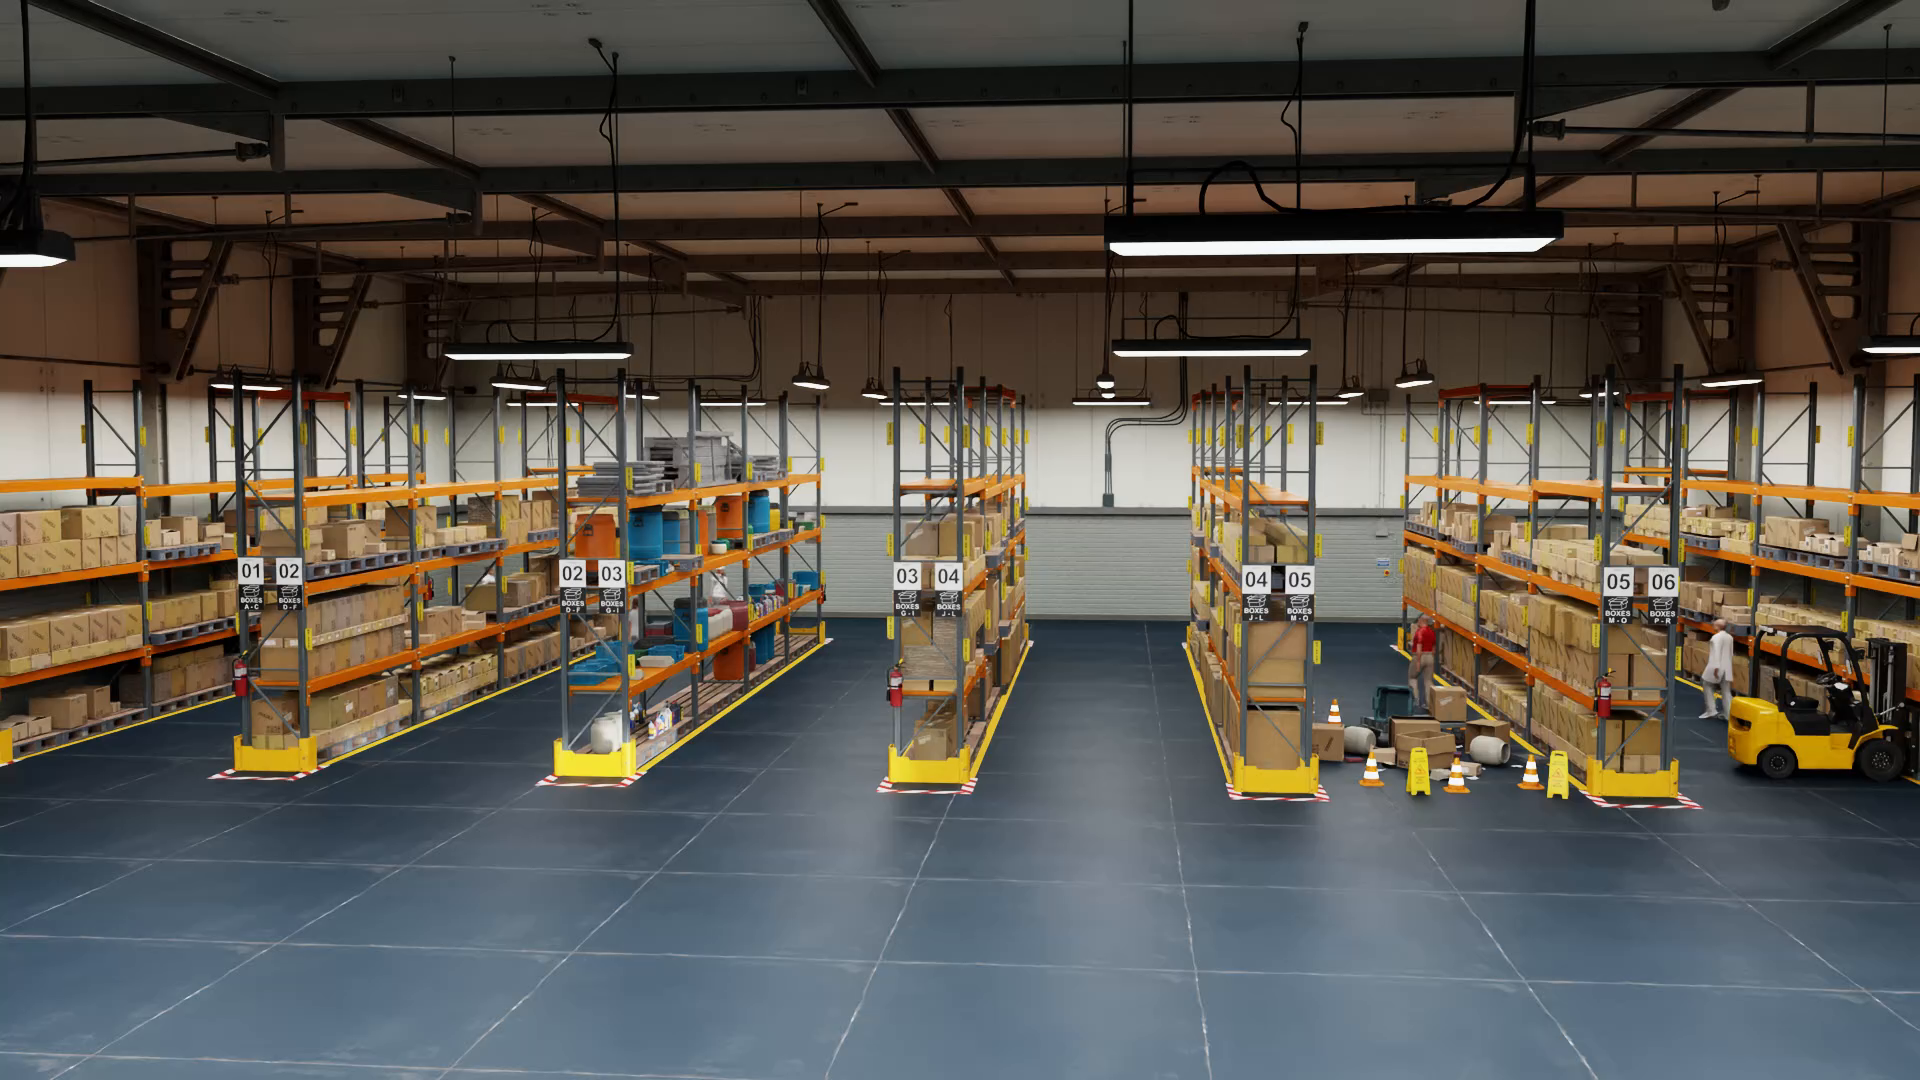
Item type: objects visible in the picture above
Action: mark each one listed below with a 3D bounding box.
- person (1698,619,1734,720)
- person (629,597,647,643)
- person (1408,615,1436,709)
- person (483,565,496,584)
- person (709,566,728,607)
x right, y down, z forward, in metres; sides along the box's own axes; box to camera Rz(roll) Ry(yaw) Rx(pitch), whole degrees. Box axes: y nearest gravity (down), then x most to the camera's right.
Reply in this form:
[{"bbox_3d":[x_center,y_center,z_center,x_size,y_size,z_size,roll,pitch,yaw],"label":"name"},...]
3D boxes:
[{"bbox_3d":[13.457,2.308,29.341,0.573,1.814,0.594,-1,4,-9],"label":"person"},{"bbox_3d":[-6.727,2.018,34.606,0.489,1.665,0.480,2,4,27],"label":"person"},{"bbox_3d":[8.527,2.273,30.506,0.550,1.774,0.536,-1,4,-12],"label":"person"},{"bbox_3d":[-12.123,1.483,42.976,0.391,1.691,0.494,1,4,9],"label":"person"},{"bbox_3d":[-6.284,1.460,43.296,1.106,1.718,0.520,1,4,18],"label":"person"}]
